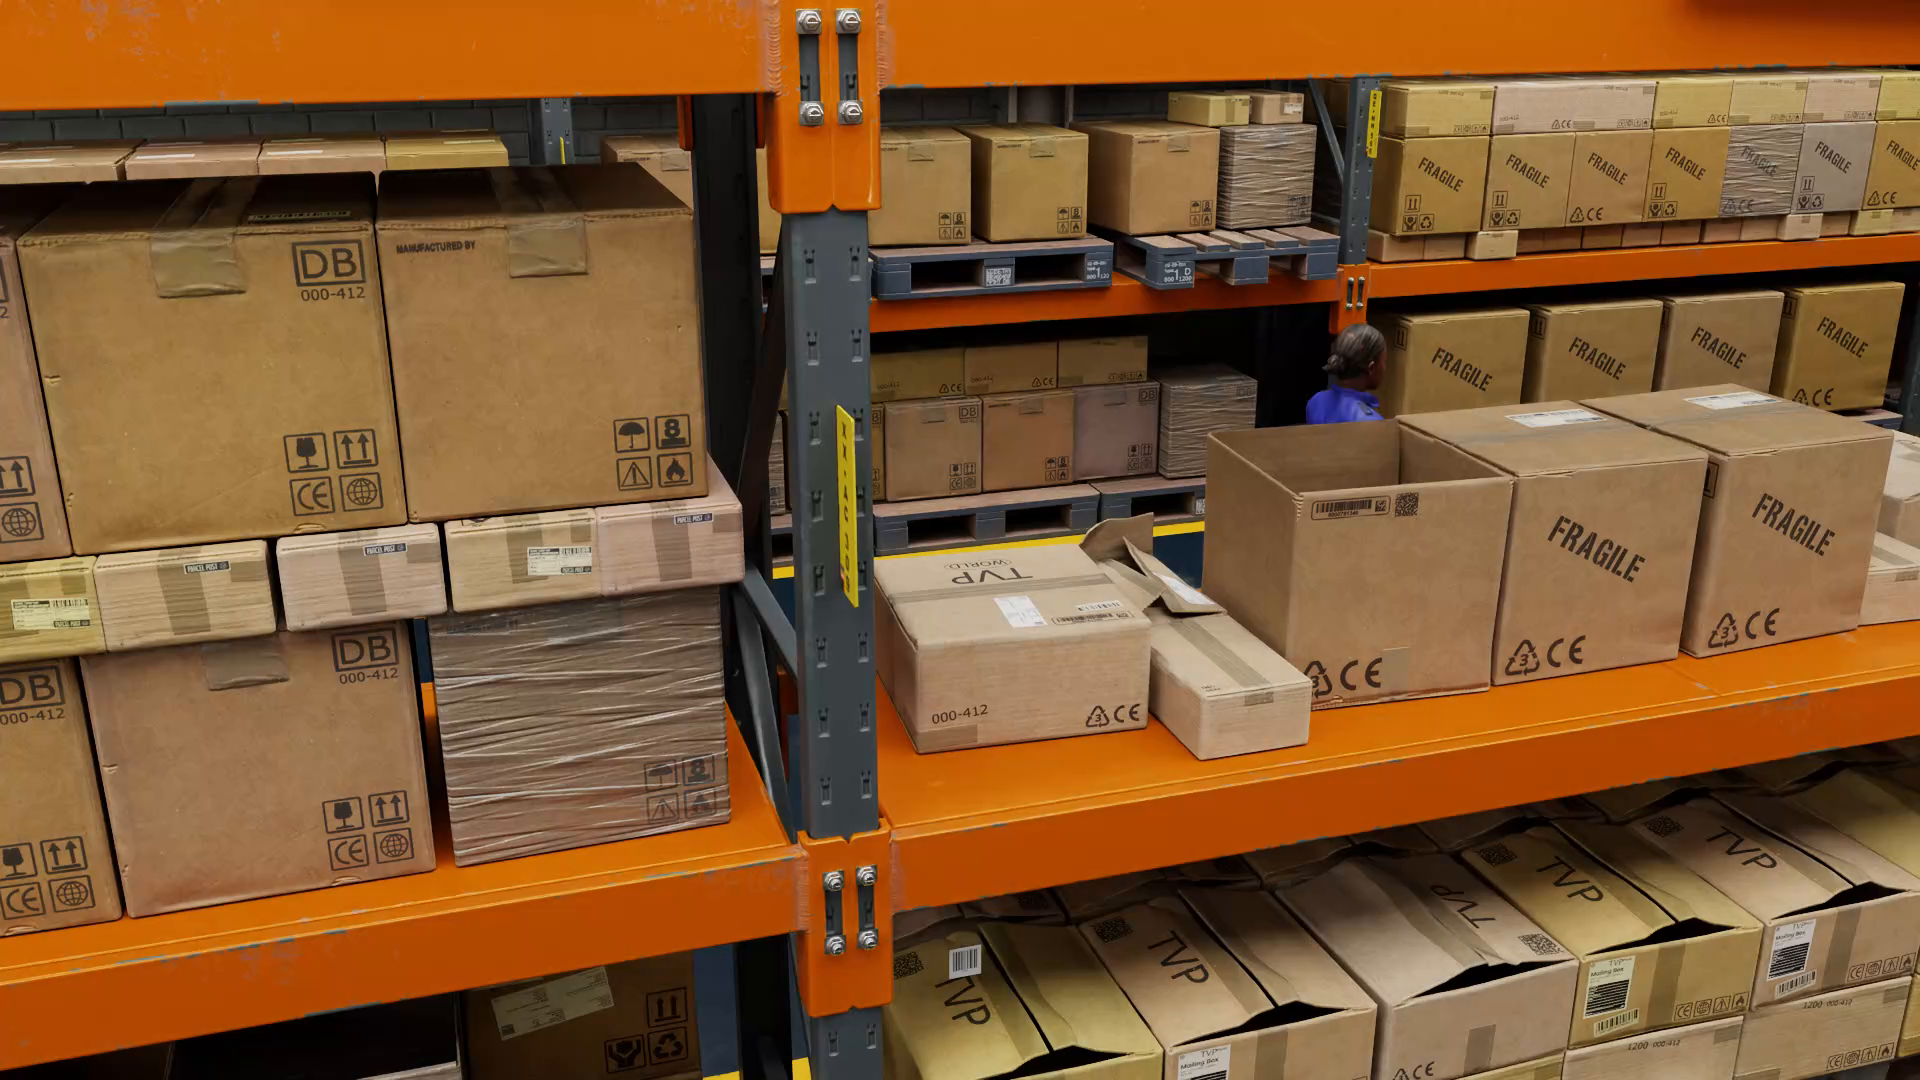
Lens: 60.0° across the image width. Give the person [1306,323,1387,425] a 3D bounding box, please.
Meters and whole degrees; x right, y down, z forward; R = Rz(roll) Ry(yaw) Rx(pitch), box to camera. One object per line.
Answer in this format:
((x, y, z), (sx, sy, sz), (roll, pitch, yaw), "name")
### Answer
((1.387, 0.040, 5.981), (0.307, 1.665, 0.437), (-6, 20, -16), "person")
